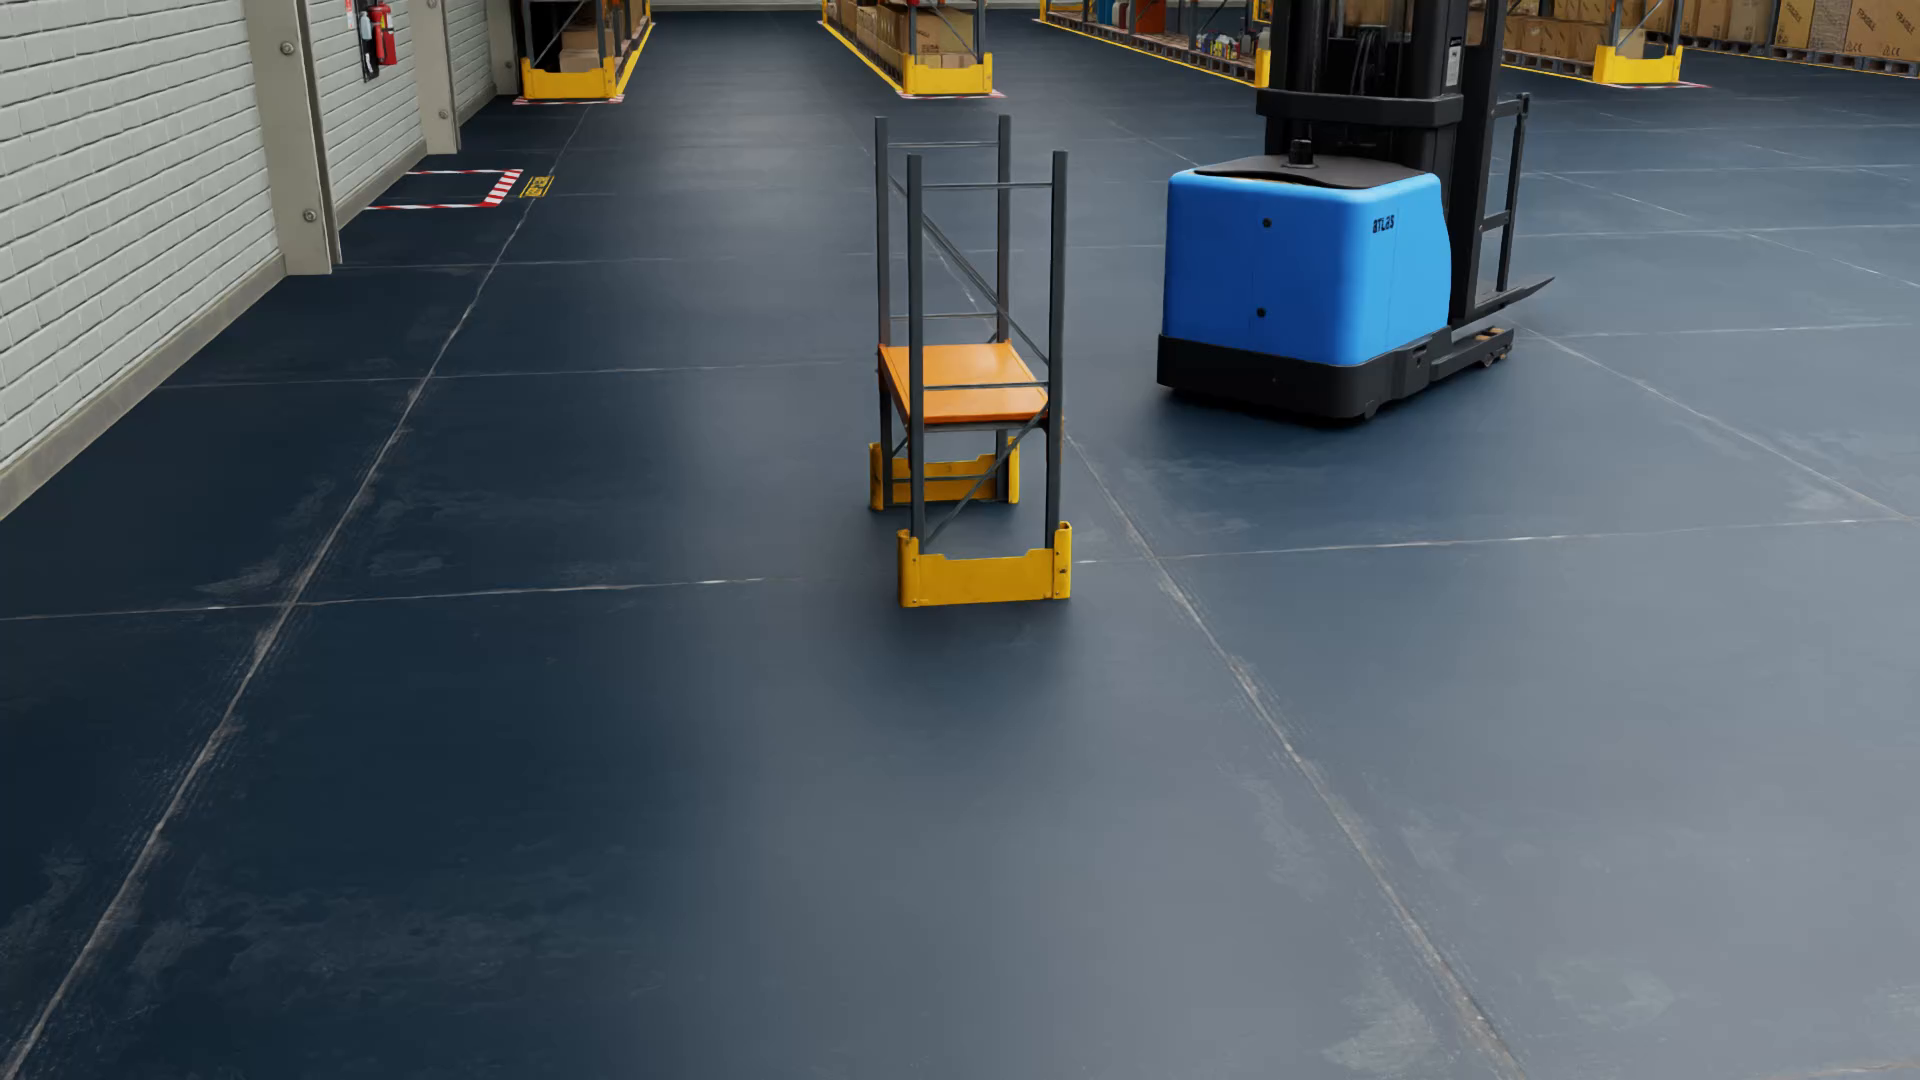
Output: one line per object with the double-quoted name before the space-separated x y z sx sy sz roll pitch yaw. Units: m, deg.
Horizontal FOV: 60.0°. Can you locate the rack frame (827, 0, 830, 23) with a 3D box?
"rack frame" -2.477 -12.953 36.610 1.000 3.000 0.127 -3 21 -8

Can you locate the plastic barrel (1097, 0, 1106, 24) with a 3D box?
"plastic barrel" 3.063 -10.841 33.354 0.600 0.901 0.708 -3 21 -8

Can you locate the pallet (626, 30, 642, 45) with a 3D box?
"pallet" -6.437 -9.324 30.879 1.003 0.211 1.213 -3 21 -8

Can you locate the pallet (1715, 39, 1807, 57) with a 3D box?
"pallet" 13.793 -8.469 28.589 1.003 0.211 1.213 -3 21 -8

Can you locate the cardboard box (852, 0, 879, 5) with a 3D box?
"cardboard box" -1.703 -9.901 30.310 0.500 0.250 0.500 -2 21 -6

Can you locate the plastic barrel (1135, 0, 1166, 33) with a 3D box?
"plastic barrel" 3.491 -9.780 30.616 0.600 0.830 0.708 -3 21 -8

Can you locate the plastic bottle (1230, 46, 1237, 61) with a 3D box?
"plastic bottle" 4.033 -7.171 24.499 0.097 0.201 0.097 0 20 0

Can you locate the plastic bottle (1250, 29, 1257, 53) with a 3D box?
"plastic bottle" 4.561 -7.737 25.801 0.144 0.351 0.185 -4 21 -10

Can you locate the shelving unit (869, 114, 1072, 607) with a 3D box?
"shelving unit" 0.011 -0.676 5.883 0.587 1.500 1.083 -3 21 -8

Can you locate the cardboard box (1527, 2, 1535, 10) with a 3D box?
"cardboard box" 12.414 -11.468 35.683 0.380 0.149 0.250 -4 21 -10

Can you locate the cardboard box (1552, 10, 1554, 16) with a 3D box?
"cardboard box" 12.965 -11.461 36.088 0.380 0.149 0.250 -3 21 -8

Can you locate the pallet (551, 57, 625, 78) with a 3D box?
"pallet" -5.517 -7.010 24.683 1.003 0.211 1.213 -3 21 -8

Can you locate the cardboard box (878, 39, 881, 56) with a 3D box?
"cardboard box" -0.980 -7.531 25.422 0.500 0.250 0.500 -3 21 -8

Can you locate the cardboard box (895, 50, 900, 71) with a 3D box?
"cardboard box" -0.624 -6.665 23.104 0.500 0.250 0.500 -3 21 -8

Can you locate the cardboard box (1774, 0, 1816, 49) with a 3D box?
"cardboard box" 14.000 -8.492 27.102 0.875 0.875 0.875 -3 21 -7

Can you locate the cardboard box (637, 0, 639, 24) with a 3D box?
"cardboard box" -6.580 -10.288 31.947 0.750 0.750 0.750 -3 21 -7

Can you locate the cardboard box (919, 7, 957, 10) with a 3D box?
"cardboard box" -0.328 -7.562 24.434 0.500 0.500 0.500 -3 21 -8

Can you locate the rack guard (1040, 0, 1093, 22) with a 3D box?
"rack guard" 2.409 -12.038 37.733 1.175 0.500 0.348 -3 21 -8

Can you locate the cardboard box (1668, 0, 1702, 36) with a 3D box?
"cardboard box" 13.530 -9.522 30.037 1.050 0.750 0.750 -3 21 -7

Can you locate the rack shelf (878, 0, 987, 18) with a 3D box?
"rack shelf" -0.459 -7.769 23.757 1.077 0.370 4.000 -3 21 -8

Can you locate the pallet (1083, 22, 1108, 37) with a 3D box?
"pallet" 3.072 -10.241 33.334 1.003 0.211 1.213 -3 21 -8

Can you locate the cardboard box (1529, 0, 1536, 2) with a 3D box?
"cardboard box" 12.441 -11.618 35.659 0.380 0.149 0.250 -3 21 -7

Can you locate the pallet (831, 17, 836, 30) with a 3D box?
"pallet" -2.178 -10.923 35.160 1.003 0.211 1.213 -3 21 -8

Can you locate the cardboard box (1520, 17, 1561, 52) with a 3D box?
"cardboard box" 9.164 -7.984 26.278 0.500 0.500 0.500 4 21 9

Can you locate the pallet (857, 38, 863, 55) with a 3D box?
"pallet" -1.244 -8.590 28.913 1.003 0.211 1.213 -3 21 -8

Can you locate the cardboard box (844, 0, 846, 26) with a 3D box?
"cardboard box" -1.984 -10.239 32.288 0.500 0.500 0.500 -3 21 -7

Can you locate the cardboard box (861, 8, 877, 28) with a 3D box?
"cardboard box" -1.384 -8.800 28.019 0.500 0.311 0.500 -3 21 -9

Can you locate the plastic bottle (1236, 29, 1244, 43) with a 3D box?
"plastic bottle" 4.390 -7.796 25.960 0.144 0.351 0.185 -3 21 -8

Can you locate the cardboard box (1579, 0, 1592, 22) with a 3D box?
"cardboard box" 12.836 -10.674 33.481 0.500 0.500 0.500 -3 21 -7

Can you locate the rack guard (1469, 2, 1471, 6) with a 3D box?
"rack guard" 12.260 -12.469 38.887 1.175 0.500 0.348 -3 21 -8

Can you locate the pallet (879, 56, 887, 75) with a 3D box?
"pallet" -0.674 -7.215 25.231 1.003 0.211 1.213 -3 21 -8

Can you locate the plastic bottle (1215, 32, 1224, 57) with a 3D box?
"plastic bottle" 3.949 -7.499 25.164 0.144 0.351 0.185 -3 21 -8

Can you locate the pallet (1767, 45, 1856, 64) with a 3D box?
"pallet" 14.011 -7.938 27.168 1.003 0.211 1.213 -3 21 -8

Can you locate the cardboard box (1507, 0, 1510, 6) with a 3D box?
"cardboard box" 12.348 -11.928 36.913 0.380 0.149 0.250 -2 21 -5

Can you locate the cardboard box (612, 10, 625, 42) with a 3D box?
"cardboard box" -6.070 -8.720 28.221 0.700 0.500 0.500 -3 21 -7

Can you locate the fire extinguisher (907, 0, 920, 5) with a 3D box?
"fire extinguisher" -0.613 -7.313 21.619 0.296 0.674 0.183 -3 21 -8

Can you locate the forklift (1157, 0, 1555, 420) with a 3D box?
"forklift" 2.266 -2.366 8.361 1.130 2.935 3.031 16 26 36

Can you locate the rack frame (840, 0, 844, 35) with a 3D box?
"rack frame" -1.901 -11.568 32.902 1.000 3.000 0.127 -3 21 -8

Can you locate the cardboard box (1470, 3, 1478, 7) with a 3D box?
"cardboard box" 12.008 -12.330 38.416 0.380 0.149 0.250 -2 21 -7

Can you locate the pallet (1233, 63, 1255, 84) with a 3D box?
"pallet" 4.562 -6.661 23.749 1.003 0.211 1.213 -3 21 -8

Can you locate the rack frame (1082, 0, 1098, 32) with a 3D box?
"rack frame" 3.002 -11.817 33.567 1.000 3.000 0.127 -3 21 -8

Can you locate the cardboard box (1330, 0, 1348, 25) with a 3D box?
"cardboard box" 8.145 -10.738 33.115 1.225 0.875 0.875 -4 21 -10

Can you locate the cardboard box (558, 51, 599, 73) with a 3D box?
"cardboard box" -5.083 -6.353 22.152 0.500 0.311 0.500 -5 21 -14

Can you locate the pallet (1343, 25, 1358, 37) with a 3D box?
"pallet" 8.268 -10.073 32.885 1.003 0.211 1.213 -3 21 -8

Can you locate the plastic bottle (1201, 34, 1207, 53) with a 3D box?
"plastic bottle" 3.841 -7.734 25.900 0.152 0.276 0.135 -2 21 -6

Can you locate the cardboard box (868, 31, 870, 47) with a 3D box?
"cardboard box" -1.239 -8.188 27.182 0.500 0.250 0.500 -2 21 -7

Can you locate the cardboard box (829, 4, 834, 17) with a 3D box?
"cardboard box" -2.535 -11.322 35.544 0.500 0.250 0.500 -3 21 -8

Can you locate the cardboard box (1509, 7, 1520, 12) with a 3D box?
"cardboard box" 12.283 -11.620 36.514 0.380 0.149 0.250 -3 21 -8

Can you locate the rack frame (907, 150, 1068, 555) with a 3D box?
"rack frame" 0.086 -0.497 5.403 0.500 1.500 0.032 -3 21 -8

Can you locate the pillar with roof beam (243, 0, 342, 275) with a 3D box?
"pillar with roof beam" -0.039 -6.234 10.045 9.100 9.000 0.400 -3 21 -8

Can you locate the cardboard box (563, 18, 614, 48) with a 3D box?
"cardboard box" -5.771 -7.836 25.854 0.700 0.500 0.500 -2 21 -6

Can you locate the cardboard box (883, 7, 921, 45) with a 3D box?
"cardboard box" -0.846 -7.536 24.363 0.500 0.500 0.500 -3 21 -8

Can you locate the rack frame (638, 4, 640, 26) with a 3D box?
"rack frame" -6.802 -11.317 32.229 1.000 3.000 0.127 -3 21 -8

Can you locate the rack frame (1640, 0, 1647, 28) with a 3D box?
"rack frame" 13.402 -10.897 31.104 1.000 3.000 0.127 -3 21 -8
